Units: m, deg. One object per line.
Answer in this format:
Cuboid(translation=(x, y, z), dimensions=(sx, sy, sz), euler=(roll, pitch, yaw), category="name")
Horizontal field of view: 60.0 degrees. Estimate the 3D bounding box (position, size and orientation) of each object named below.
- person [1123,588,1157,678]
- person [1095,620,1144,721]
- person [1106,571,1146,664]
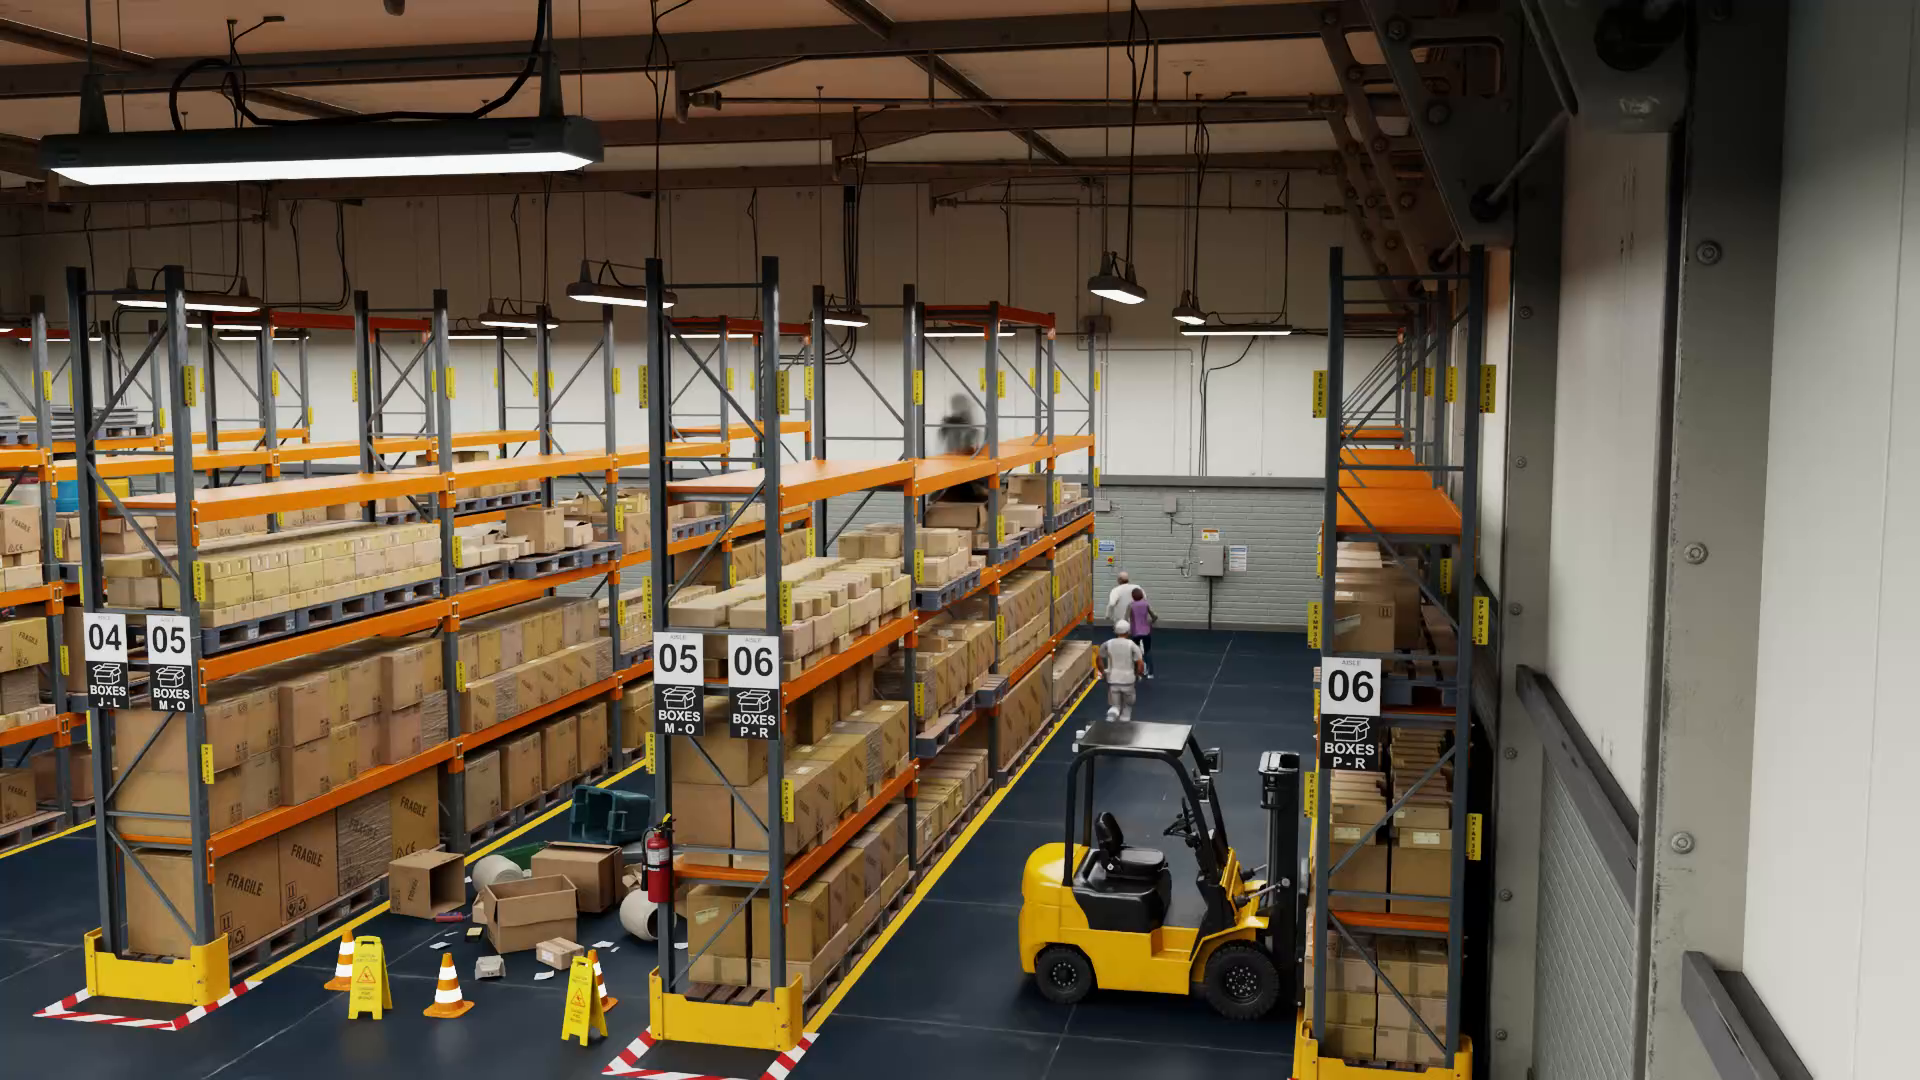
Cuboid(translation=(3.016, 1.568, 28.061), dimensions=(0.598, 1.546, 0.471), euler=(-1, 6, -6), category="person")
Cuboid(translation=(2.209, 1.978, 23.004), dimensions=(0.682, 1.749, 0.687), euler=(2, 6, 16), category="person")
Cuboid(translation=(2.855, 1.382, 28.956), dimensions=(0.780, 1.711, 0.899), euler=(-2, 6, -15), category="person")
